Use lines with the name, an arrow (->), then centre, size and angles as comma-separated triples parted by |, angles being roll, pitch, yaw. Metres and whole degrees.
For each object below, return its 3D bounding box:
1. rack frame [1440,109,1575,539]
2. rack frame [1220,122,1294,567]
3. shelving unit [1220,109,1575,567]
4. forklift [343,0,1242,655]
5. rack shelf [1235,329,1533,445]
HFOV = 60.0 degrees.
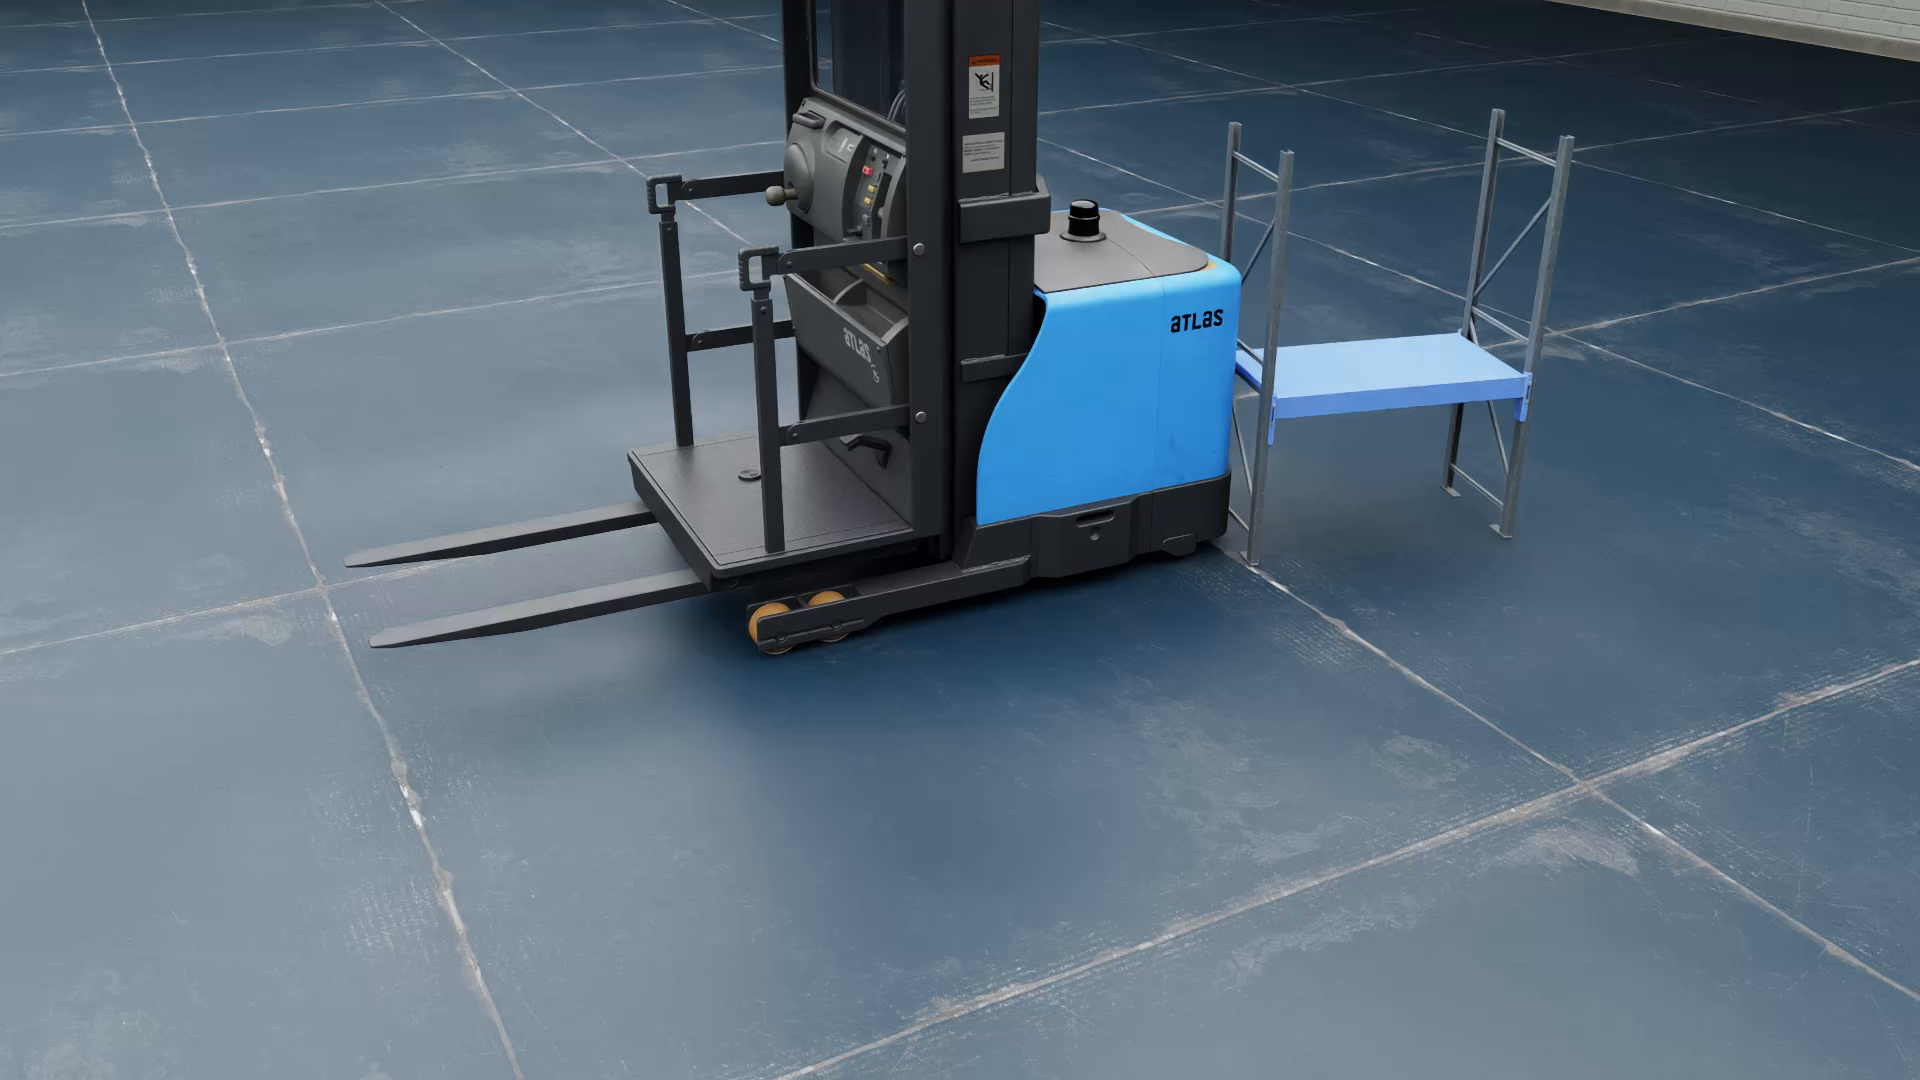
rack frame -> 2.006, -0.786, 6.154 | 0.032, 1.500, 0.500 | -6, 26, -12
rack frame -> 1.016, -0.686, 5.946 | 0.032, 1.500, 0.500 | -6, 26, -12
shelving unit -> 1.511, -0.736, 6.050 | 1.048, 1.500, 0.538 | -6, 26, -12
forklift -> -0.567, -1.205, 5.374 | 3.031, 2.935, 1.130 | -12, 28, -23
rack shelf -> 1.511, -0.574, 6.128 | 1.000, 0.185, 0.538 | -6, 26, -12
